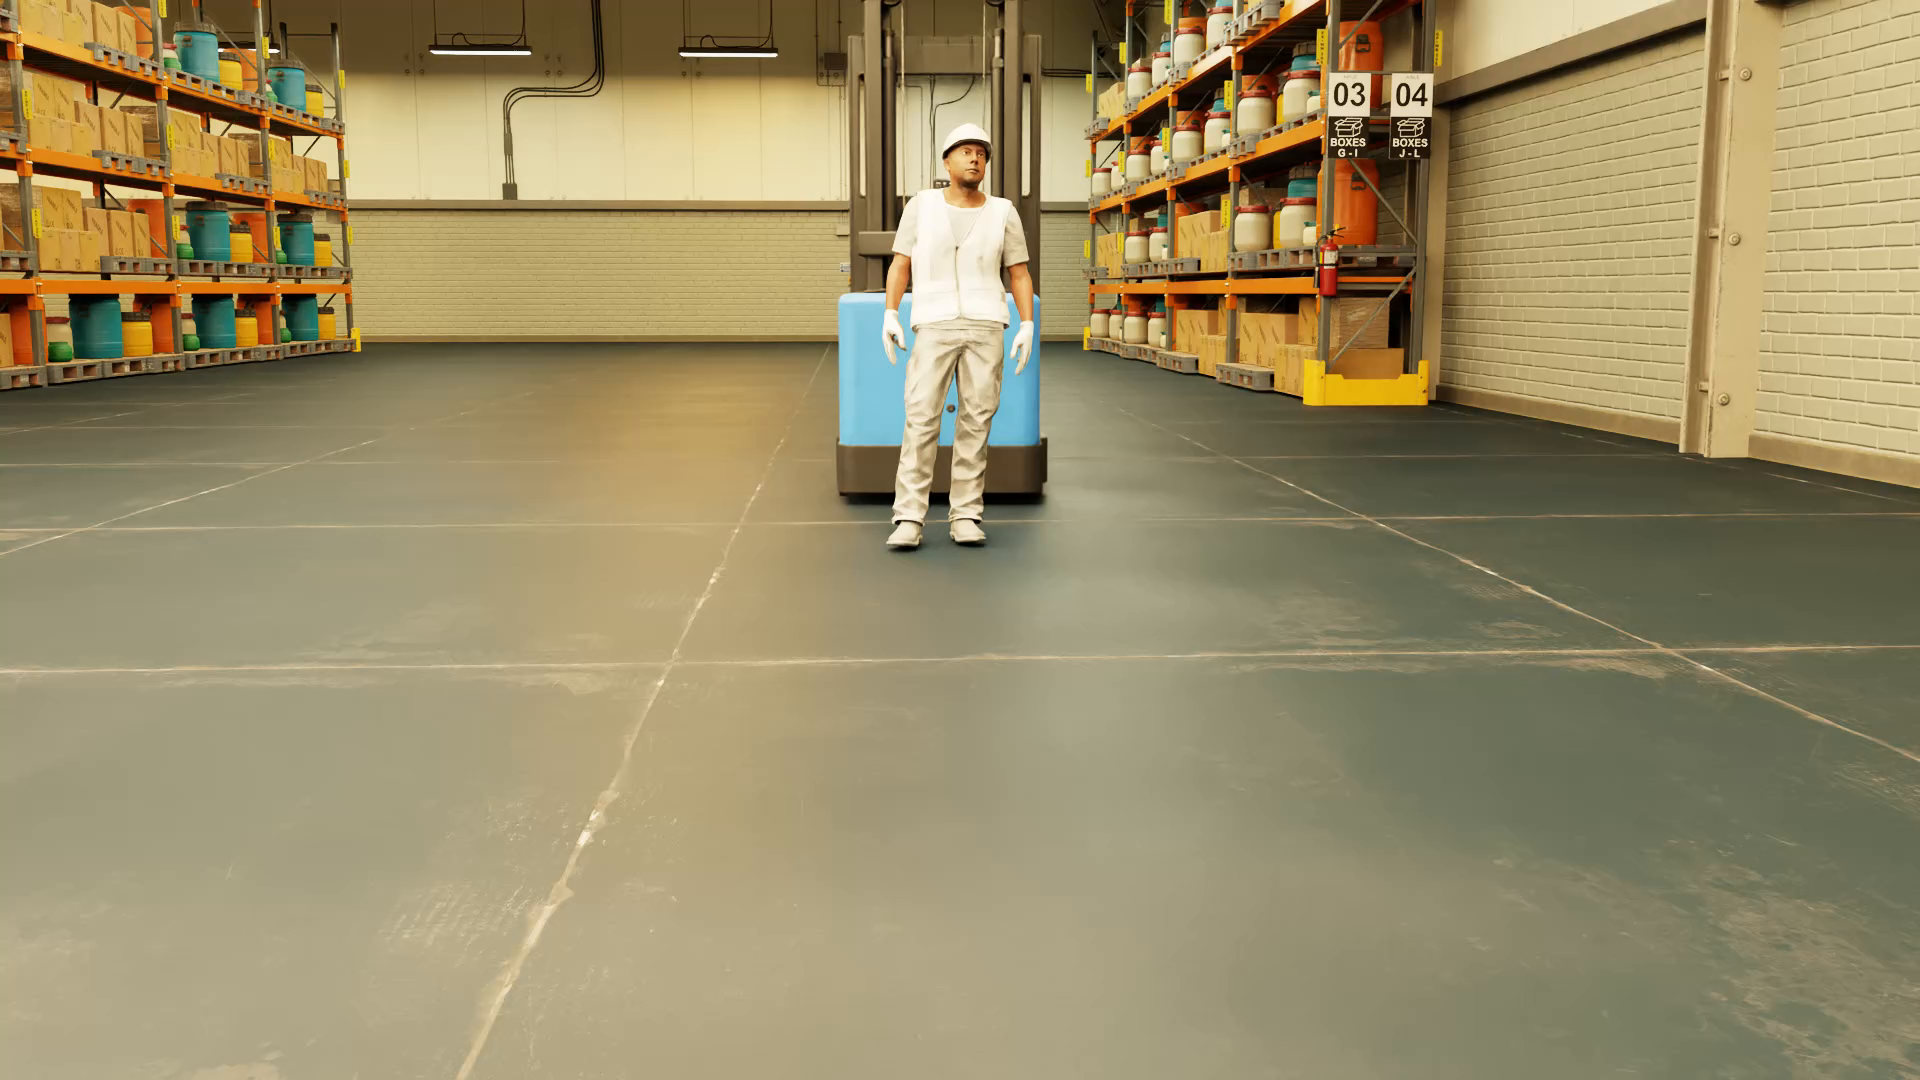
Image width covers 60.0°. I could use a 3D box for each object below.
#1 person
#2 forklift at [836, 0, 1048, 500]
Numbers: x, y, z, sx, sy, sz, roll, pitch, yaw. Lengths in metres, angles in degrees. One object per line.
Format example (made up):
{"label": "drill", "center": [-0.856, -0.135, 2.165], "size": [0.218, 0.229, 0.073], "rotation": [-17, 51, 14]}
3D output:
{"label": "person", "center": [-0.003, -0.878, 7.106], "size": [0.656, 1.784, 0.575], "rotation": [-1, 8, -4]}
{"label": "forklift", "center": [-0.081, -1.839, 9.719], "size": [1.130, 2.935, 3.031], "rotation": [0, 8, 1]}
